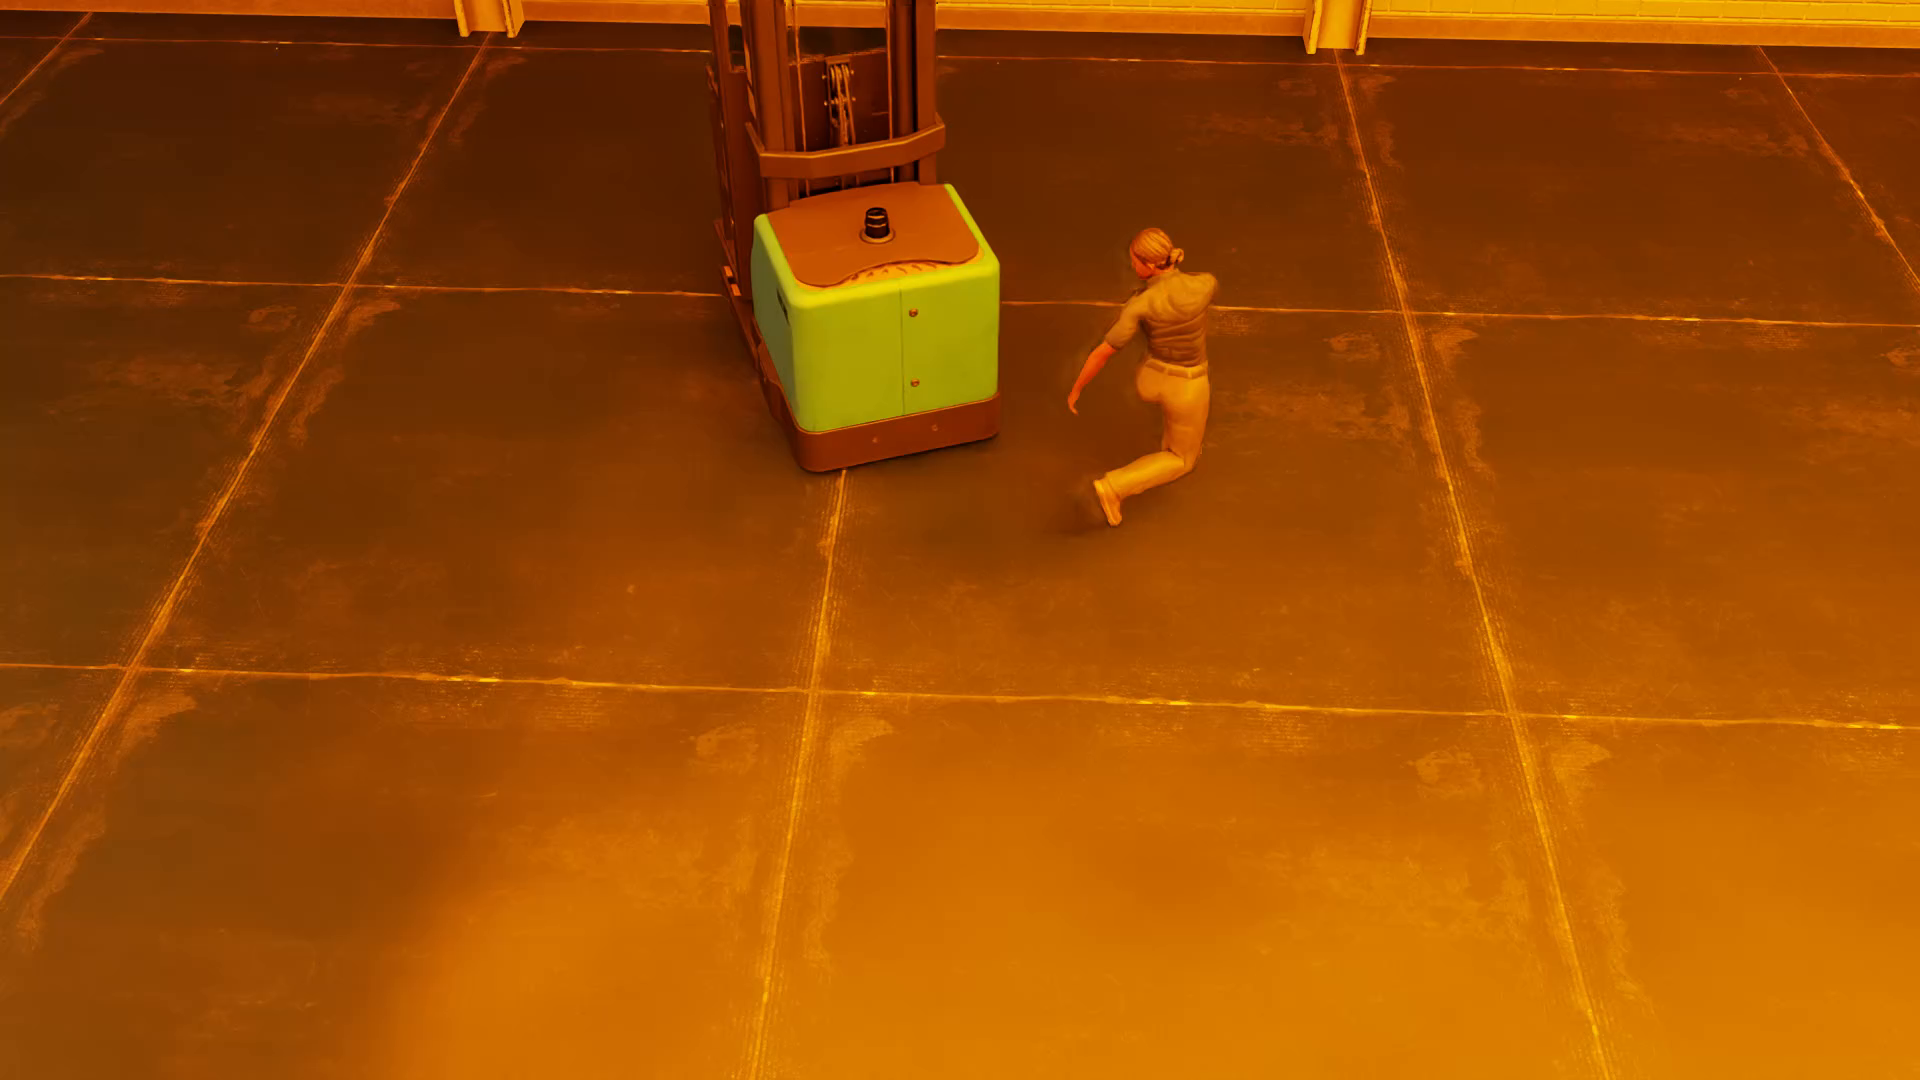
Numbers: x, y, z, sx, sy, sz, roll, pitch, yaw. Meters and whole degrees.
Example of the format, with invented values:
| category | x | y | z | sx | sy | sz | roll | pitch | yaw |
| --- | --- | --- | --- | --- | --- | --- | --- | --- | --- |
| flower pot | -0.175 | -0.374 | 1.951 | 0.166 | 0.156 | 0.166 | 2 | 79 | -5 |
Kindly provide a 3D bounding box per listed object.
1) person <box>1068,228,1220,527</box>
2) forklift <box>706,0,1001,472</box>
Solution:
| category | x | y | z | sx | sy | sz | roll | pitch | yaw |
| --- | --- | --- | --- | --- | --- | --- | --- | --- | --- |
| person | 0.881 | -0.773 | 7.753 | 0.592 | 1.435 | 0.862 | 21 | 47 | 22 |
| forklift | -0.731 | -2.425 | 8.399 | 1.130 | 2.935 | 3.031 | -12 | 44 | -13 |
